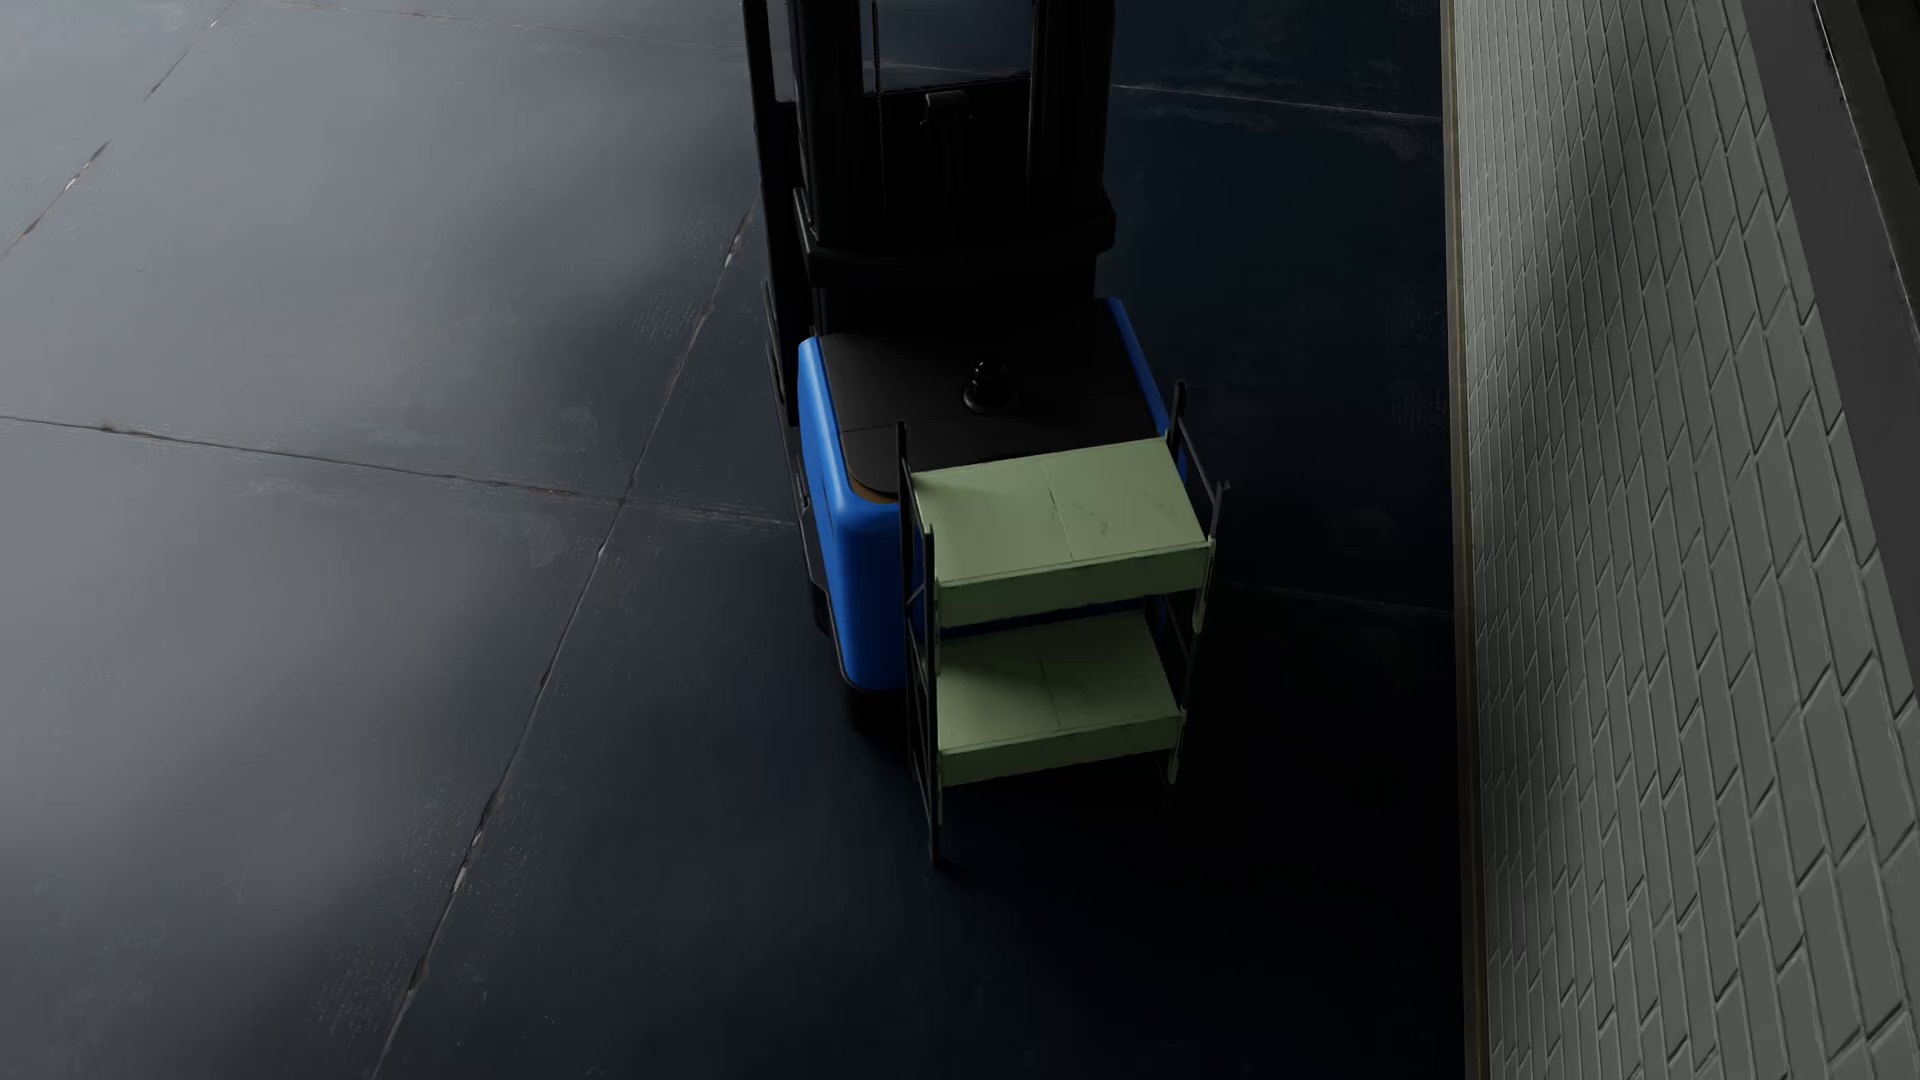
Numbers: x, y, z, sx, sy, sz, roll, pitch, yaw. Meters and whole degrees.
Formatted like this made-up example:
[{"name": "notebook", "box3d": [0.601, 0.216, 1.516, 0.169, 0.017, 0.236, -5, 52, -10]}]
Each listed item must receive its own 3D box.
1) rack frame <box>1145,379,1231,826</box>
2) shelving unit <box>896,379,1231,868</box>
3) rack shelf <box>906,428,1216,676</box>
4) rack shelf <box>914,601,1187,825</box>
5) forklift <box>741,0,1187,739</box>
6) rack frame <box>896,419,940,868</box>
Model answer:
[{"name": "rack frame", "box3d": [0.606, 0.234, 4.708, 0.023, 1.500, 0.400, -9, 49, -8]}, {"name": "shelving unit", "box3d": [0.247, 0.289, 4.659, 0.755, 1.500, 0.431, -9, 49, -8]}, {"name": "rack shelf", "box3d": [0.247, 0.028, 4.369, 0.720, 0.370, 0.431, -9, 49, -8]}, {"name": "rack shelf", "box3d": [0.247, 0.507, 4.901, 0.720, 0.370, 0.431, -9, 49, -8]}, {"name": "forklift", "box3d": [-0.134, -1.468, 5.276, 1.130, 2.935, 3.031, -9, 49, -8]}, {"name": "rack frame", "box3d": [-0.112, 0.344, 4.610, 0.023, 1.500, 0.400, -9, 49, -8]}]
